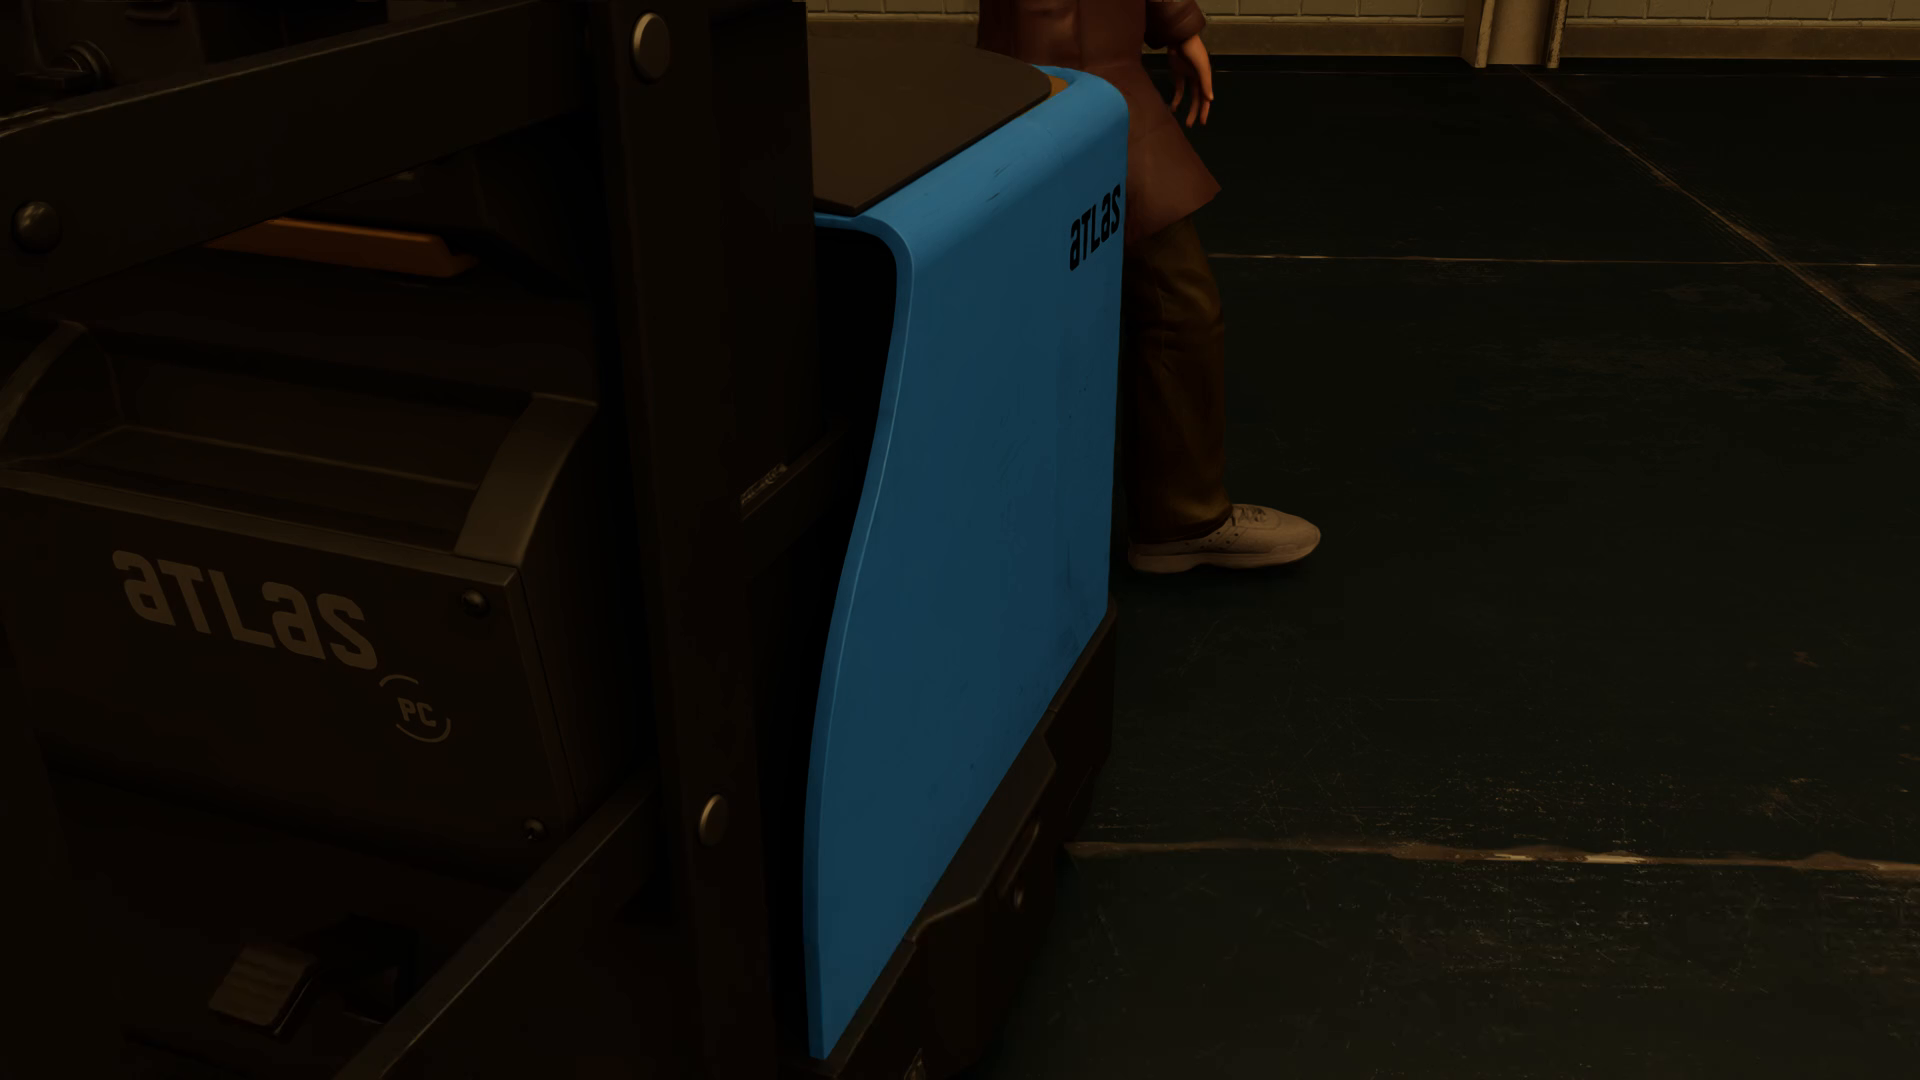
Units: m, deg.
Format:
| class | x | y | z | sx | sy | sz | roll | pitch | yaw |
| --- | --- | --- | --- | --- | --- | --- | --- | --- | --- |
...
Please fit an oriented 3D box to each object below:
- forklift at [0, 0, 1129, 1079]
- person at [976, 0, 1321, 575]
| class | x | y | z | sx | sy | sz | roll | pitch | yaw |
| --- | --- | --- | --- | --- | --- | --- | --- | --- | --- |
| forklift | -0.770 | -0.425 | 0.880 | 1.130 | 2.935 | 3.031 | 10 | 28 | 19 |
| person | 0.265 | -0.776 | 2.953 | 0.825 | 1.737 | 0.722 | -2 | 26 | -4 |
